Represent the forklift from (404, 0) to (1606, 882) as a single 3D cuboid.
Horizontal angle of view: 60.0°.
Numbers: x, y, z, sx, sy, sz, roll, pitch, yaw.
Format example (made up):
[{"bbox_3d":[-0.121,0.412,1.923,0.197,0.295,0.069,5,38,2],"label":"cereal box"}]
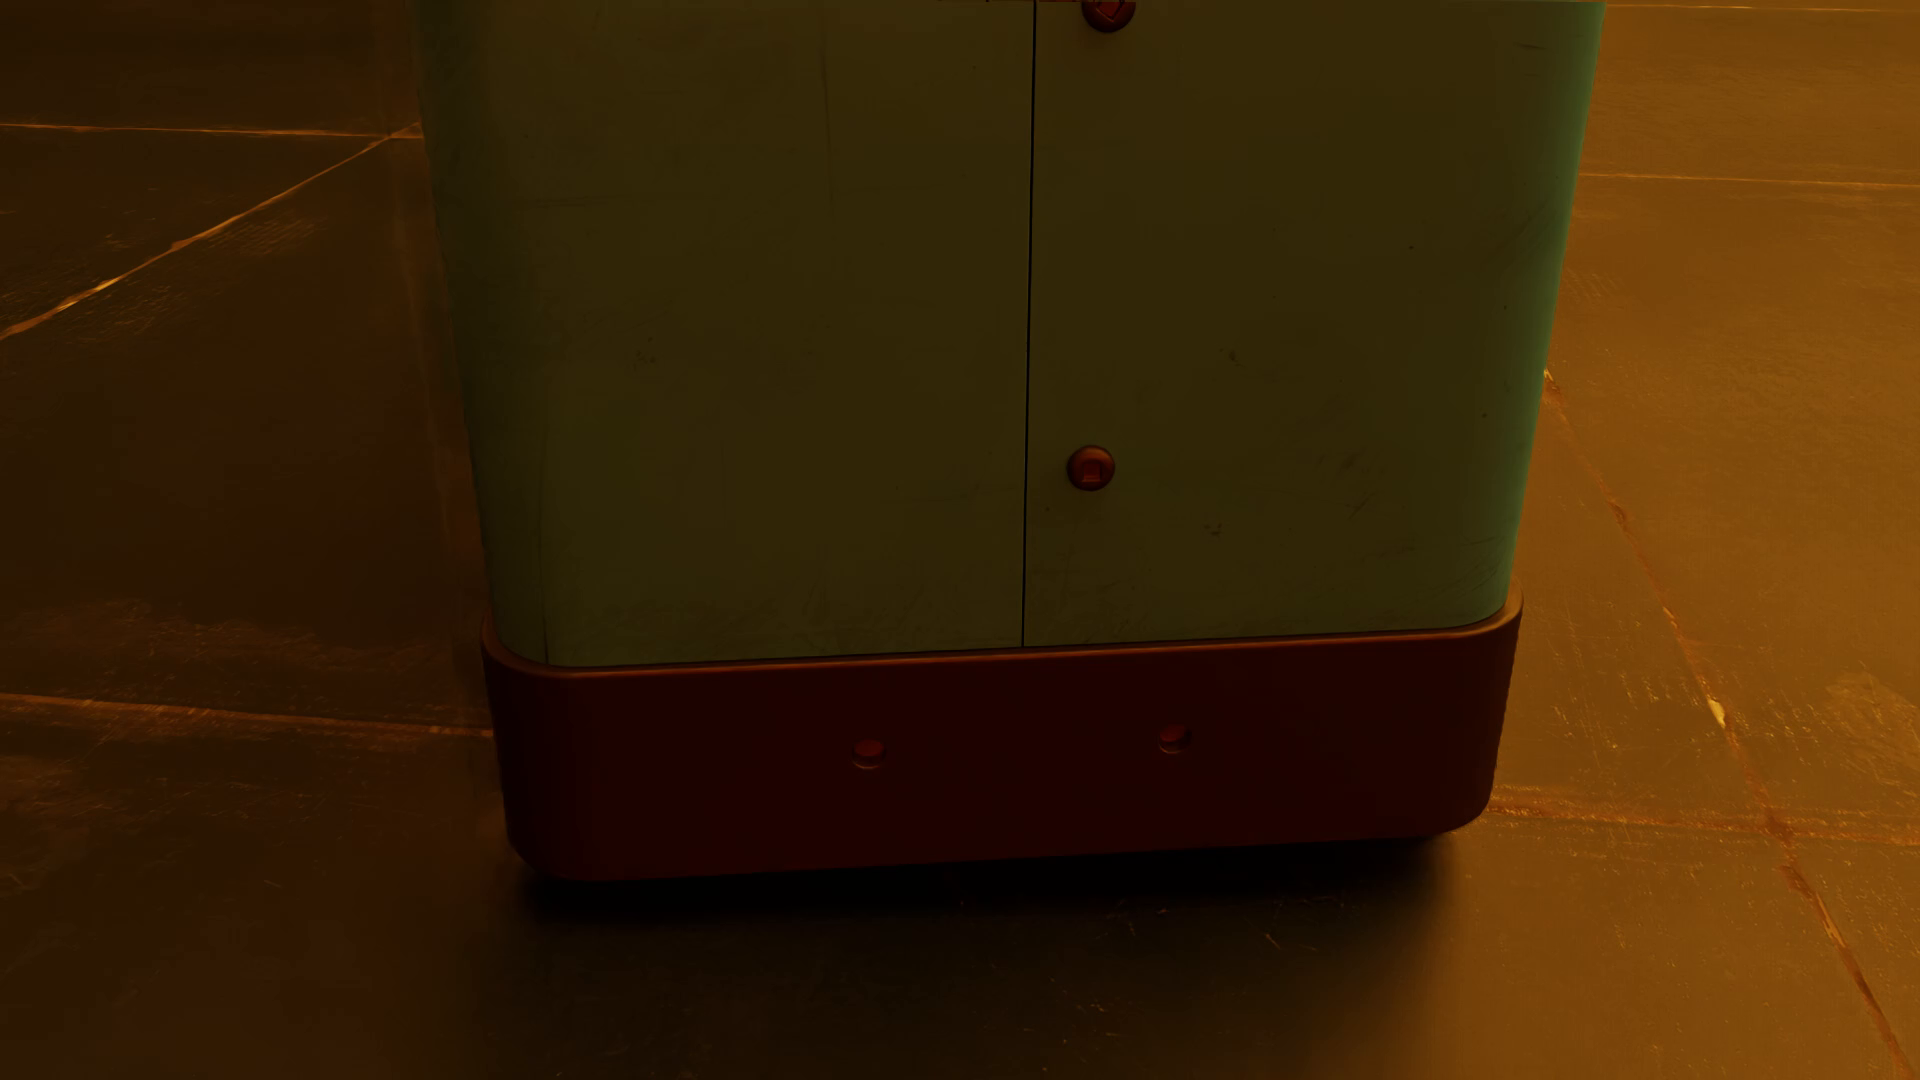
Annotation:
[{"bbox_3d":[-0.074,-1.596,2.417,1.130,2.935,3.031,-2,27,-5],"label":"forklift"}]
